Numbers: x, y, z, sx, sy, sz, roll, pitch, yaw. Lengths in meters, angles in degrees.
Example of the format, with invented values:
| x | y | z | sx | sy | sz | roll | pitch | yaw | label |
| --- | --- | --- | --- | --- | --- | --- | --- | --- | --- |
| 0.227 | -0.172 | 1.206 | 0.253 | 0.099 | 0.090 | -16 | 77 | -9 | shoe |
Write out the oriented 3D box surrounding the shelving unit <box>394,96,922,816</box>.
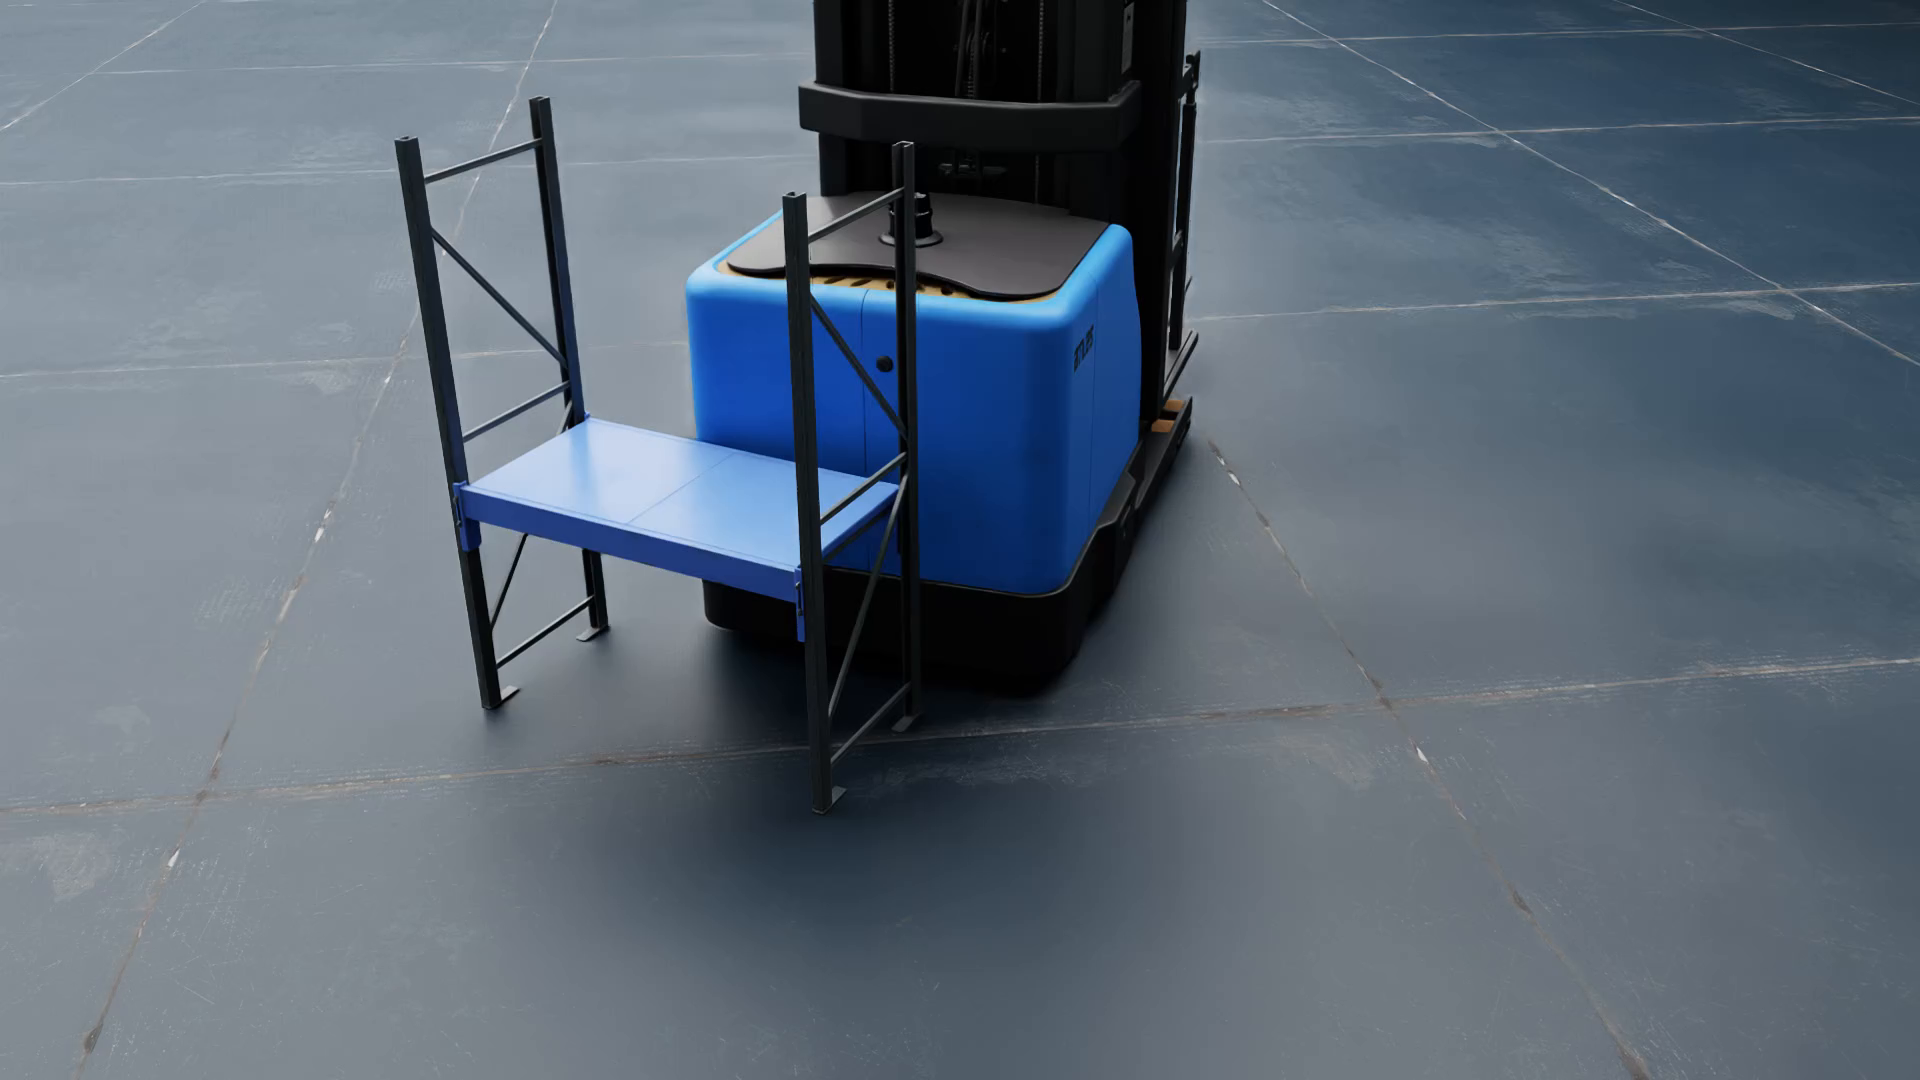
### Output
| x | y | z | sx | sy | sz | roll | pitch | yaw | label |
| --- | --- | --- | --- | --- | --- | --- | --- | --- | --- |
| -0.681 | -0.218 | 4.032 | 1.048 | 1.500 | 0.538 | 13 | 30 | 24 | shelving unit |

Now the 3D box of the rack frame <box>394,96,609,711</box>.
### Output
| x | y | z | sx | sy | sz | roll | pitch | yaw | label |
| --- | --- | --- | --- | --- | --- | --- | --- | --- | --- |
| -1.134 | -0.323 | 4.236 | 0.032 | 1.500 | 0.500 | 13 | 30 | 24 | rack frame |

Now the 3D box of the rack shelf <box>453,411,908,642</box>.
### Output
| x | y | z | sx | sy | sz | roll | pitch | yaw | label |
| --- | --- | --- | --- | --- | --- | --- | --- | --- | --- |
| -0.680 | -0.058 | 4.114 | 1.000 | 0.185 | 0.538 | 13 | 30 | 24 | rack shelf |

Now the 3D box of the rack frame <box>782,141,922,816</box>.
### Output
| x | y | z | sx | sy | sz | roll | pitch | yaw | label |
| --- | --- | --- | --- | --- | --- | --- | --- | --- | --- |
| -0.227 | -0.113 | 3.828 | 0.032 | 1.500 | 0.500 | 13 | 30 | 24 | rack frame |

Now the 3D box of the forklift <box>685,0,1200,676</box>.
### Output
| x | y | z | sx | sy | sz | roll | pitch | yaw | label |
| --- | --- | --- | --- | --- | --- | --- | --- | --- | --- |
| 0.195 | -1.599 | 5.156 | 1.130 | 2.935 | 3.031 | 8 | 28 | 15 | forklift |
